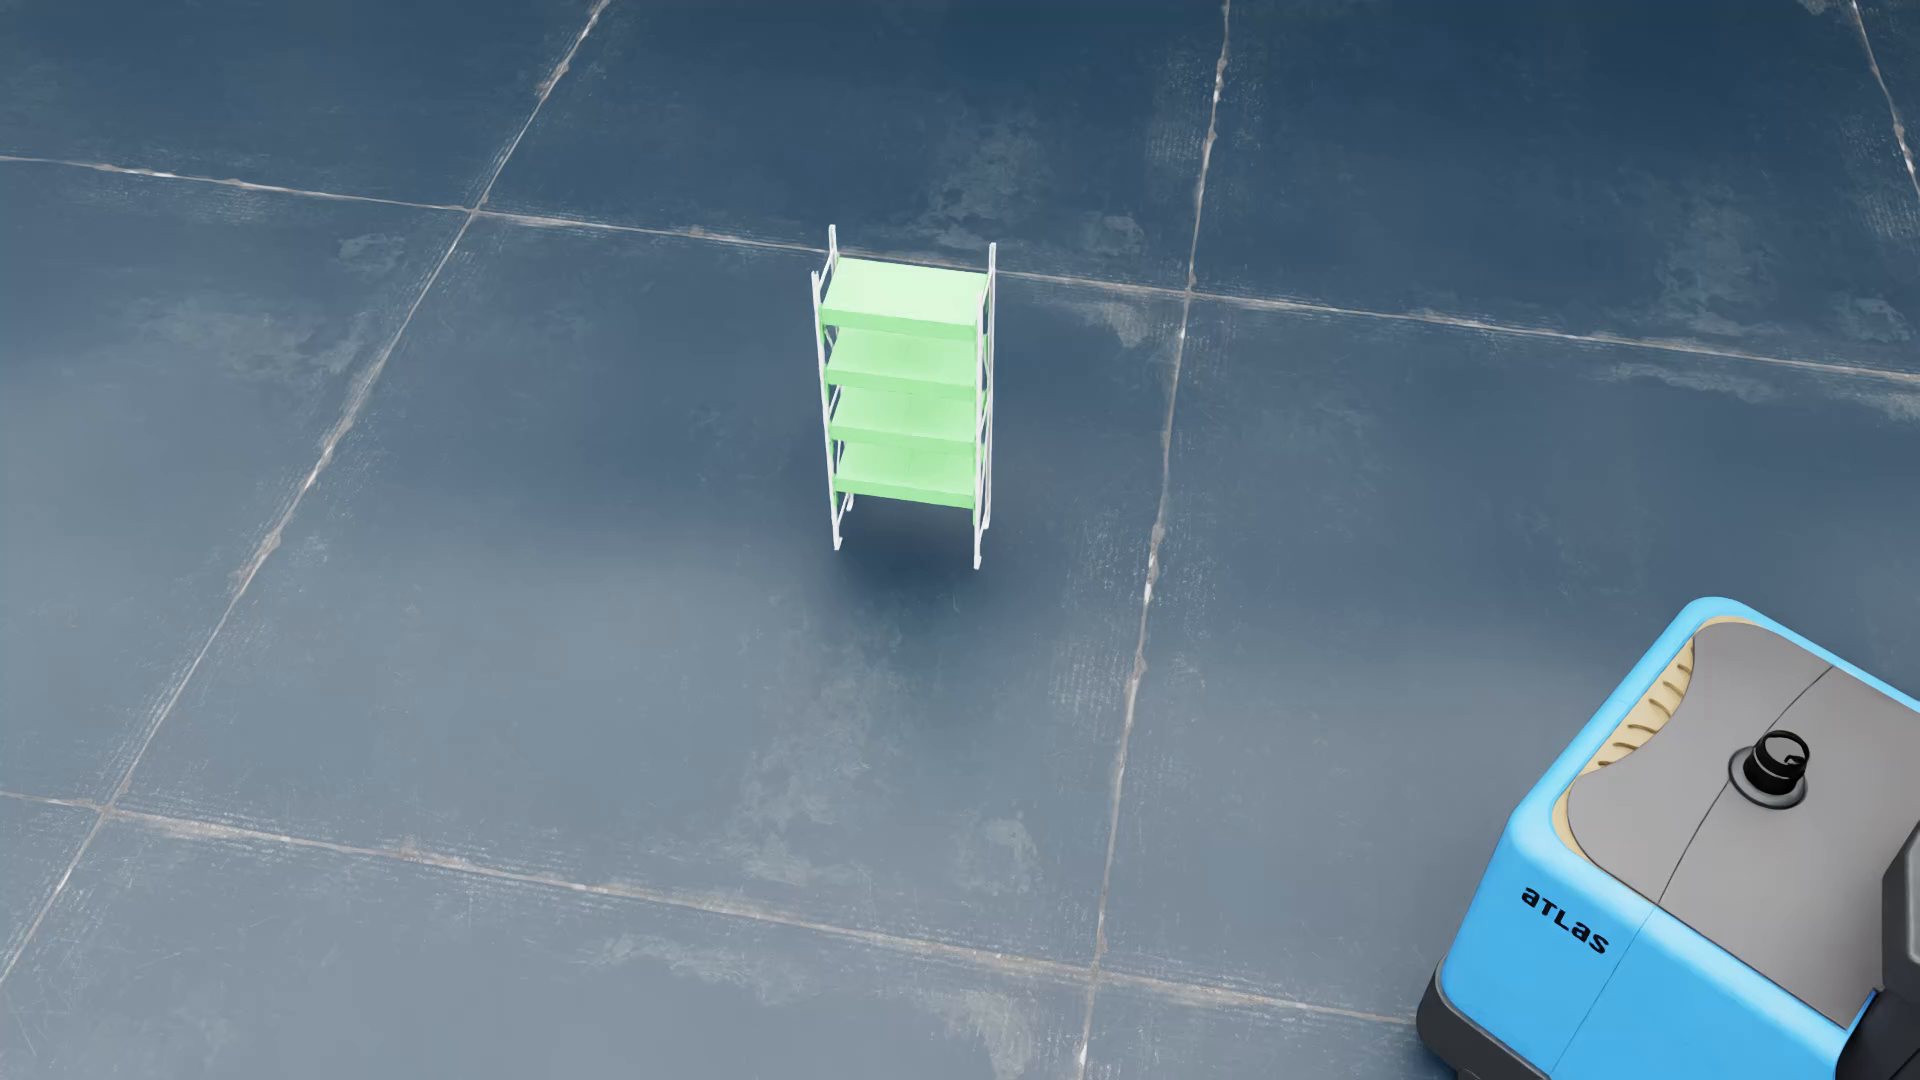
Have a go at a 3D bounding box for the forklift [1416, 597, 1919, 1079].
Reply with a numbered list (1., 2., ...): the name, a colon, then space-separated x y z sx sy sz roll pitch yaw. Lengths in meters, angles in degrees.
1. forklift: 2.648 0.867 3.000 3.031 2.935 1.130 35 57 27

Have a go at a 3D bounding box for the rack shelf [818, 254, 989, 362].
1. rack shelf: -0.163 -0.701 5.014 0.480 0.148 0.258 8 49 7

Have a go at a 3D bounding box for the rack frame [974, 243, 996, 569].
1. rack frame: 0.077 -0.391 5.294 0.015 1.200 0.240 8 49 7

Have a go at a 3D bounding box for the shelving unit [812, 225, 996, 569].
1. shelving unit: -0.163 -0.423 5.323 0.503 1.200 0.258 8 49 7

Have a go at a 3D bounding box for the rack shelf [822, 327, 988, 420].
1. rack shelf: -0.163 -0.541 5.192 0.480 0.148 0.258 8 49 7

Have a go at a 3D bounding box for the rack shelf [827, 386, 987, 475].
1. rack shelf: -0.163 -0.380 5.371 0.480 0.148 0.258 8 49 7

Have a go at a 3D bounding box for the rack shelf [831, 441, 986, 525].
1. rack shelf: -0.163 -0.220 5.549 0.480 0.148 0.258 8 49 7

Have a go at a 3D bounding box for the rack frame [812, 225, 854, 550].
1. rack frame: -0.403 -0.455 5.352 0.015 1.200 0.240 8 49 7
